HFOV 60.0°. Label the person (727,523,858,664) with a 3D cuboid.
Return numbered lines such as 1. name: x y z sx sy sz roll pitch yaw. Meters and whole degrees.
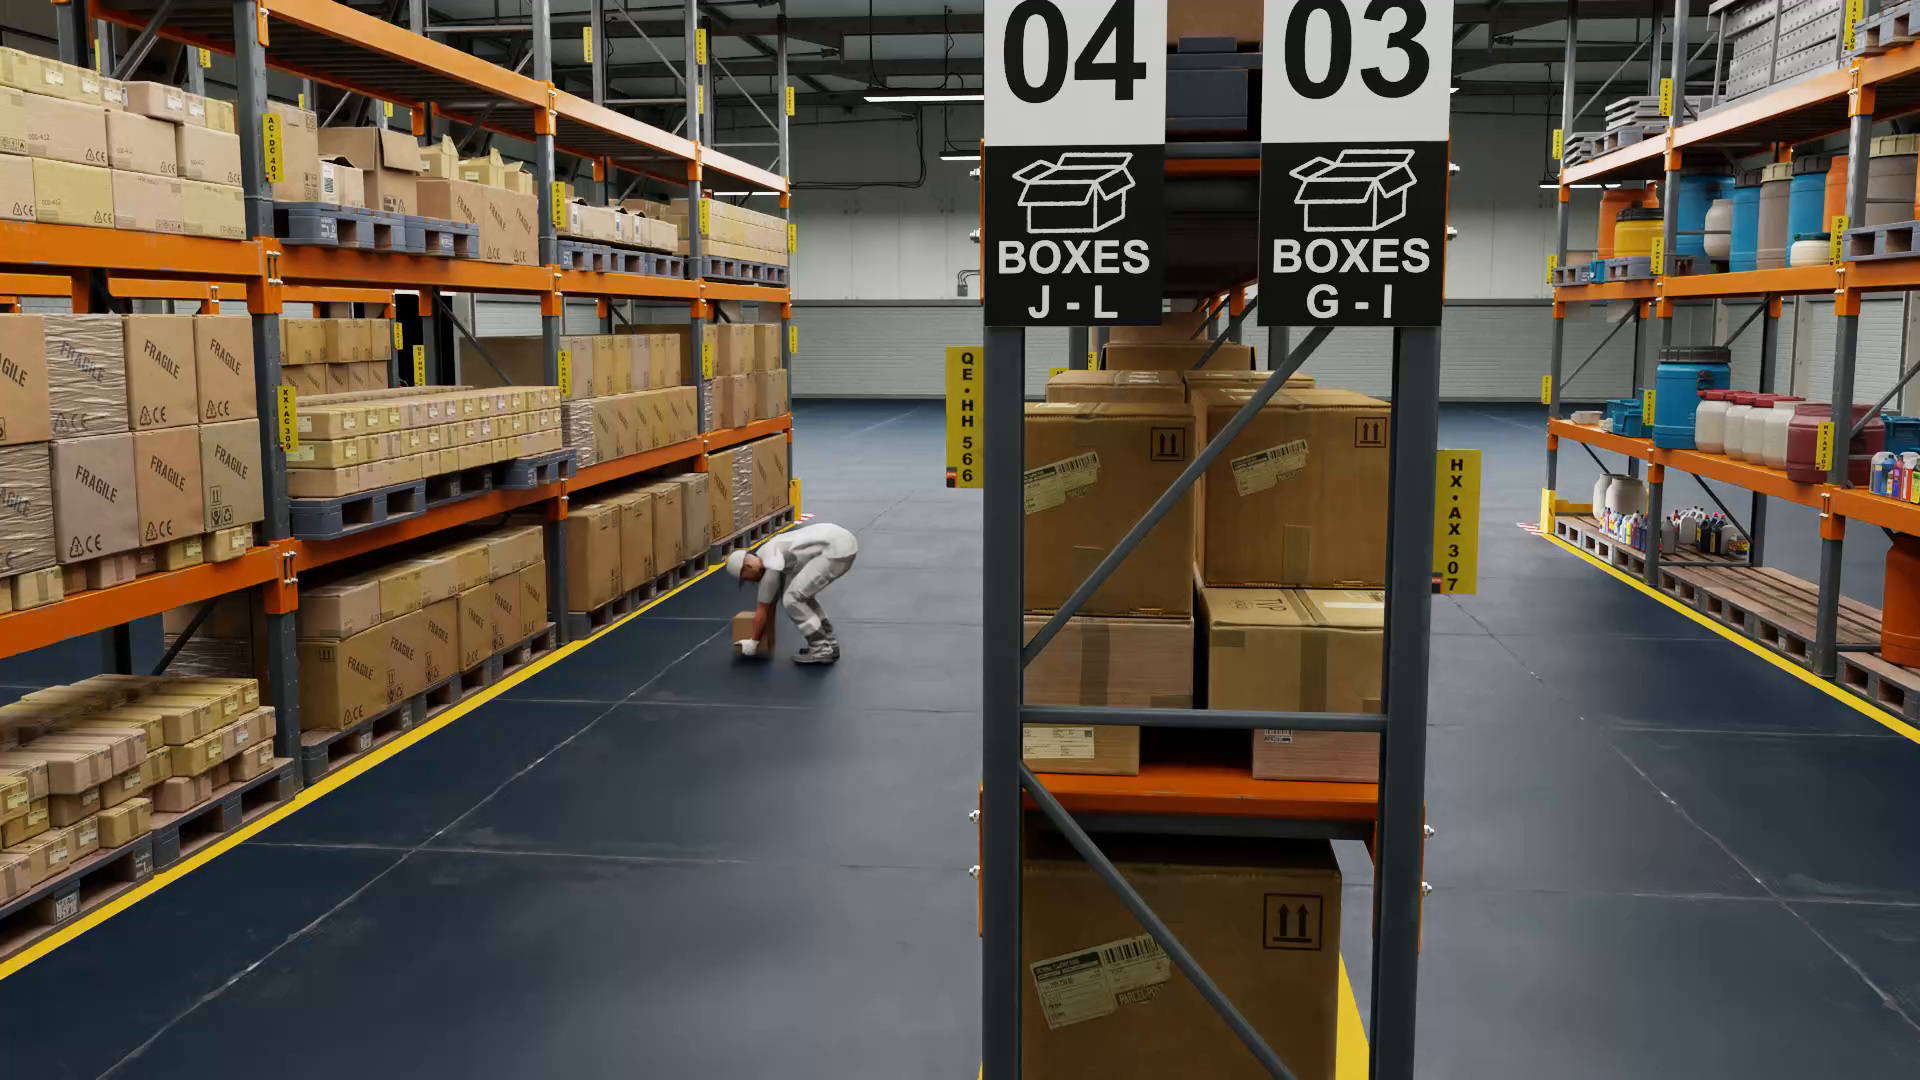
1. person: -1.201 0.374 11.922 0.949 0.983 0.531 0 8 3
